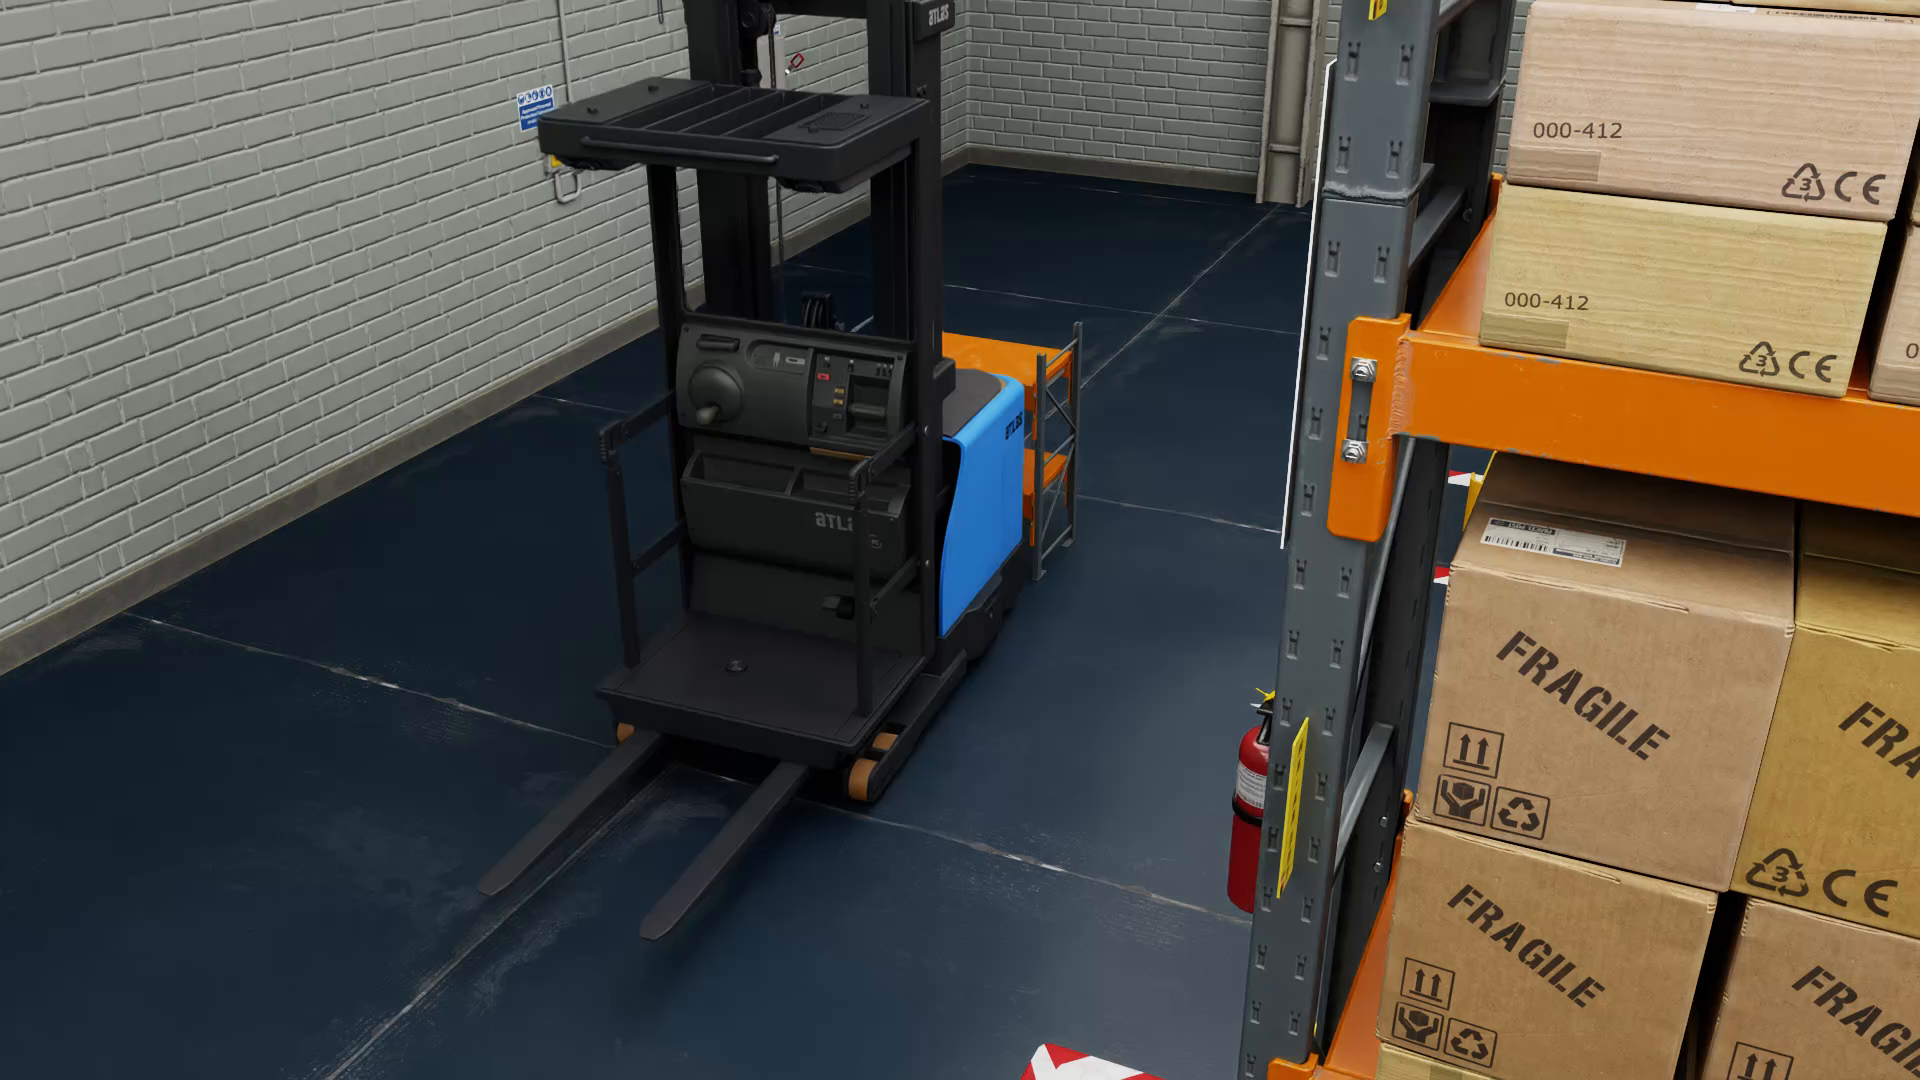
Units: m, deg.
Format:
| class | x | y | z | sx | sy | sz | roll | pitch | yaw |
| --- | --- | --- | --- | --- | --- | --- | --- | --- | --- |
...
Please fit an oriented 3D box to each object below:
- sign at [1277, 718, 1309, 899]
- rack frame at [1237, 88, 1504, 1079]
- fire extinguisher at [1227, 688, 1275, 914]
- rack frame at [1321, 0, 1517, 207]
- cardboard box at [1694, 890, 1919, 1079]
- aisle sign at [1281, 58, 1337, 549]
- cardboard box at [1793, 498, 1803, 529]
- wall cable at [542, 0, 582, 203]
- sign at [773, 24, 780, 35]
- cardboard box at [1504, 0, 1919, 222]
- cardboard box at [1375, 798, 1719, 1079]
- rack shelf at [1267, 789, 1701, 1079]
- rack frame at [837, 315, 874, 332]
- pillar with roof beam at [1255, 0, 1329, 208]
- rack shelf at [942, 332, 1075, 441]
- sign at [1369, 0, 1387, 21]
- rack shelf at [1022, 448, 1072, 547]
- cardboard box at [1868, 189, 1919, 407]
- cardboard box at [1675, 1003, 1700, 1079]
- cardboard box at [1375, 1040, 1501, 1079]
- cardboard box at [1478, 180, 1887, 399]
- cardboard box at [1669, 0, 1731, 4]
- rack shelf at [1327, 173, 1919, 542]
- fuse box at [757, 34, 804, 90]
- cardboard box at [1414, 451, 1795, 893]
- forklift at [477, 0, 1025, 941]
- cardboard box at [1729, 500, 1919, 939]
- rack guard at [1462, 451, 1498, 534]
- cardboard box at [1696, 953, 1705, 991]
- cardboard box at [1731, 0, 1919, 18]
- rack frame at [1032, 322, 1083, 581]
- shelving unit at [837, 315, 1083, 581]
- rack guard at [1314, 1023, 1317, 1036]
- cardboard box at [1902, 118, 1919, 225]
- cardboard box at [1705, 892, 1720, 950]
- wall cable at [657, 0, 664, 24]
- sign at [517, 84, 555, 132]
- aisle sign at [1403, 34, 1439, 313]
| class | x | y | z | sx | sy | sz | roll | pitch | yaw |
| --- | --- | --- | --- | --- | --- | --- | --- | --- | --- |
| sign | 0.584 | 0.471 | 2.917 | 0.005 | 0.325 | 0.100 | 11 | 28 | 22 |
| rack frame | 0.809 | 0.641 | 3.552 | 0.127 | 3.000 | 1.000 | 11 | 28 | 22 |
| fire extinguisher | 0.770 | 0.612 | 4.122 | 0.183 | 0.674 | 0.296 | 11 | 28 | 22 |
| rack frame | 0.809 | -2.050 | 2.227 | 0.127 | 3.000 | 1.000 | 11 | 28 | 22 |
| cardboard box | 1.601 | 0.744 | 2.894 | 0.500 | 0.500 | 0.500 | 11 | 28 | 22 |
| aisle sign | 0.618 | -0.418 | 2.760 | 0.004 | 0.787 | 0.394 | 11 | 28 | 22 |
| cardboard box | 1.328 | -0.002 | 3.276 | 0.500 | 0.500 | 0.500 | 11 | 28 | 21 |
| wall cable | -2.377 | -2.859 | 9.475 | 0.123 | 1.953 | 0.585 | 11 | 28 | 22 |
| sign | -1.359 | -3.401 | 11.869 | 0.001 | 0.494 | 0.329 | 11 | 28 | 22 |
| cardboard box | 1.110 | -0.675 | 2.433 | 0.500 | 0.250 | 0.500 | 12 | 29 | 23 |
| cardboard box | 1.103 | 0.656 | 3.072 | 0.500 | 0.500 | 0.500 | 13 | 29 | 24 |
| rack shelf | 2.629 | 1.330 | 2.968 | 4.000 | 0.370 | 1.077 | 11 | 28 | 22 |
| rack frame | -0.469 | -0.599 | 8.193 | 0.032 | 1.125 | 0.500 | 11 | 28 | 22 |
| pillar with roof beam | 0.954 | -5.180 | 8.583 | 0.400 | 9.000 | 9.100 | 11 | 28 | 22 |
| rack shelf | -0.006 | -0.768 | 7.875 | 1.000 | 0.278 | 0.538 | 11 | 28 | 22 |
| sign | 0.584 | -0.878 | 2.253 | 0.005 | 0.325 | 0.100 | 11 | 28 | 22 |
| rack shelf | -0.006 | -0.287 | 8.112 | 1.000 | 0.278 | 0.538 | 11 | 28 | 22 |
| cardboard box | 1.589 | -0.354 | 2.348 | 0.500 | 0.250 | 0.500 | 12 | 29 | 23 |
| cardboard box | 1.439 | 1.046 | 3.015 | 0.250 | 0.149 | 0.380 | 11 | 28 | 20 |
| cardboard box | 0.968 | 0.945 | 3.219 | 0.250 | 0.149 | 0.380 | 11 | 28 | 21 |
| cardboard box | 1.112 | -0.452 | 2.547 | 0.500 | 0.250 | 0.500 | 12 | 29 | 24 |
| cardboard box | 1.009 | -0.890 | 2.417 | 0.250 | 0.149 | 0.380 | 11 | 28 | 21 |
| rack shelf | 2.629 | -0.016 | 2.305 | 4.000 | 0.370 | 1.077 | 11 | 28 | 22 |
| fuse box | -1.375 | -2.629 | 11.653 | 0.414 | 1.711 | 0.539 | 11 | 28 | 22 |
| cardboard box | 1.108 | 0.203 | 2.860 | 0.500 | 0.500 | 0.500 | 11 | 28 | 21 |
| forklift | -0.713 | -0.538 | 6.025 | 1.130 | 2.935 | 3.031 | 10 | 28 | 19 |
| cardboard box | 1.569 | 0.293 | 2.677 | 0.500 | 0.500 | 0.500 | 12 | 29 | 23 |
| rack guard | 2.744 | -0.251 | 8.193 | 0.348 | 0.500 | 1.175 | 11 | 28 | 22 |
| cardboard box | 1.668 | 0.800 | 3.513 | 0.250 | 0.149 | 0.380 | 11 | 28 | 21 |
| cardboard box | 1.234 | -0.836 | 2.308 | 0.250 | 0.149 | 0.380 | 13 | 29 | 24 |
| rack frame | 0.457 | -0.413 | 7.815 | 0.032 | 1.125 | 0.500 | 11 | 28 | 22 |
| shelving unit | -0.006 | -0.506 | 8.004 | 1.048 | 1.125 | 0.538 | 11 | 28 | 22 |
| rack guard | 0.878 | 1.777 | 4.076 | 0.348 | 0.500 | 1.175 | 11 | 28 | 22 |
| cardboard box | 1.576 | -0.582 | 2.244 | 0.500 | 0.250 | 0.500 | 11 | 28 | 21 |
| cardboard box | 1.791 | 0.538 | 3.312 | 0.500 | 0.500 | 0.500 | 11 | 28 | 21 |
| wall cable | -1.800 | -3.417 | 10.645 | 0.122 | 1.984 | 0.588 | 11 | 28 | 22 |
| sign | -2.453 | -2.502 | 9.630 | 0.001 | 0.218 | 0.327 | 11 | 28 | 22 |
| aisle sign | 0.866 | -0.659 | 3.250 | 0.004 | 0.787 | 0.394 | 11 | 28 | 22 |
